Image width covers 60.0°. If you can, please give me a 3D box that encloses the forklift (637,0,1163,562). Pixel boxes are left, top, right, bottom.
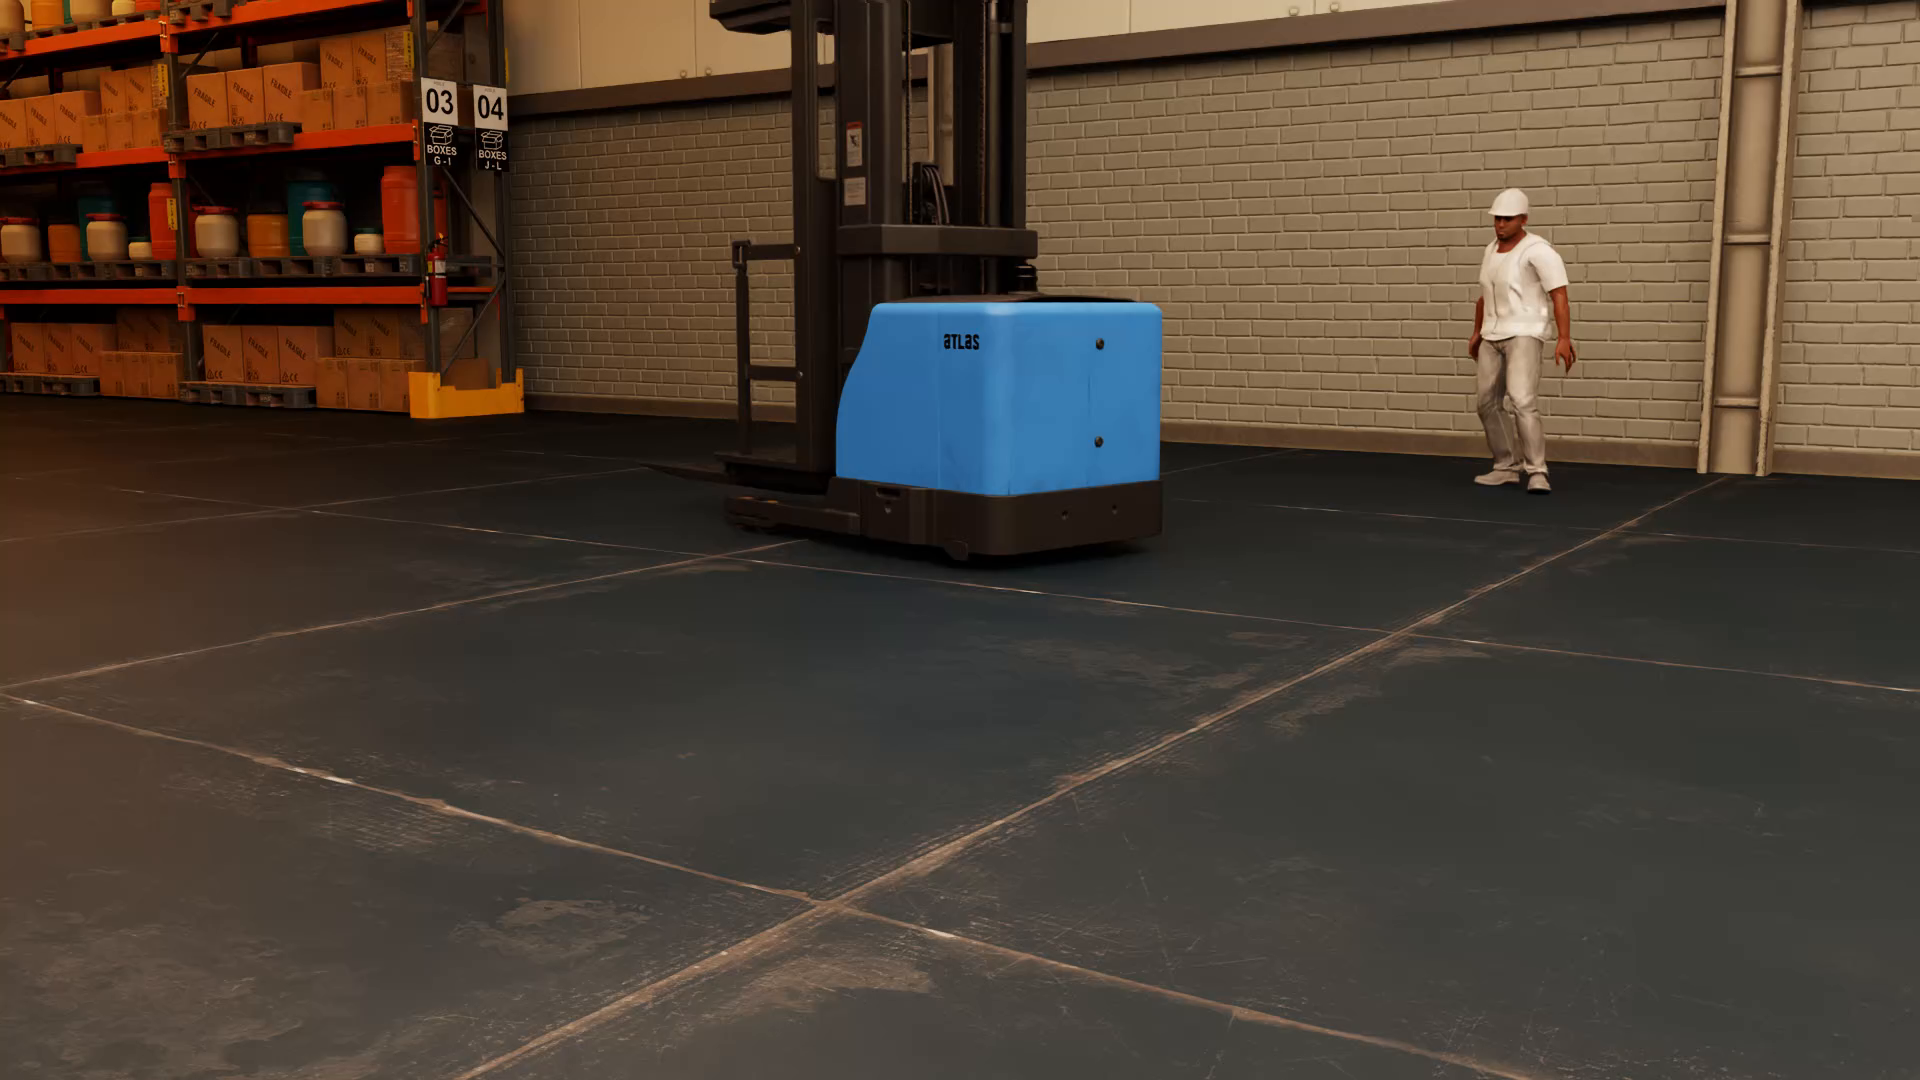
[{"bbox_3d":[-0.474,-1.519,7.871,1.130,2.935,3.031,-7,11,-42],"label":"forklift"}]

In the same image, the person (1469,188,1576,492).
[{"bbox_3d":[3.218,-1.171,9.717,0.461,1.731,0.883,-4,9,-24],"label":"person"}]
